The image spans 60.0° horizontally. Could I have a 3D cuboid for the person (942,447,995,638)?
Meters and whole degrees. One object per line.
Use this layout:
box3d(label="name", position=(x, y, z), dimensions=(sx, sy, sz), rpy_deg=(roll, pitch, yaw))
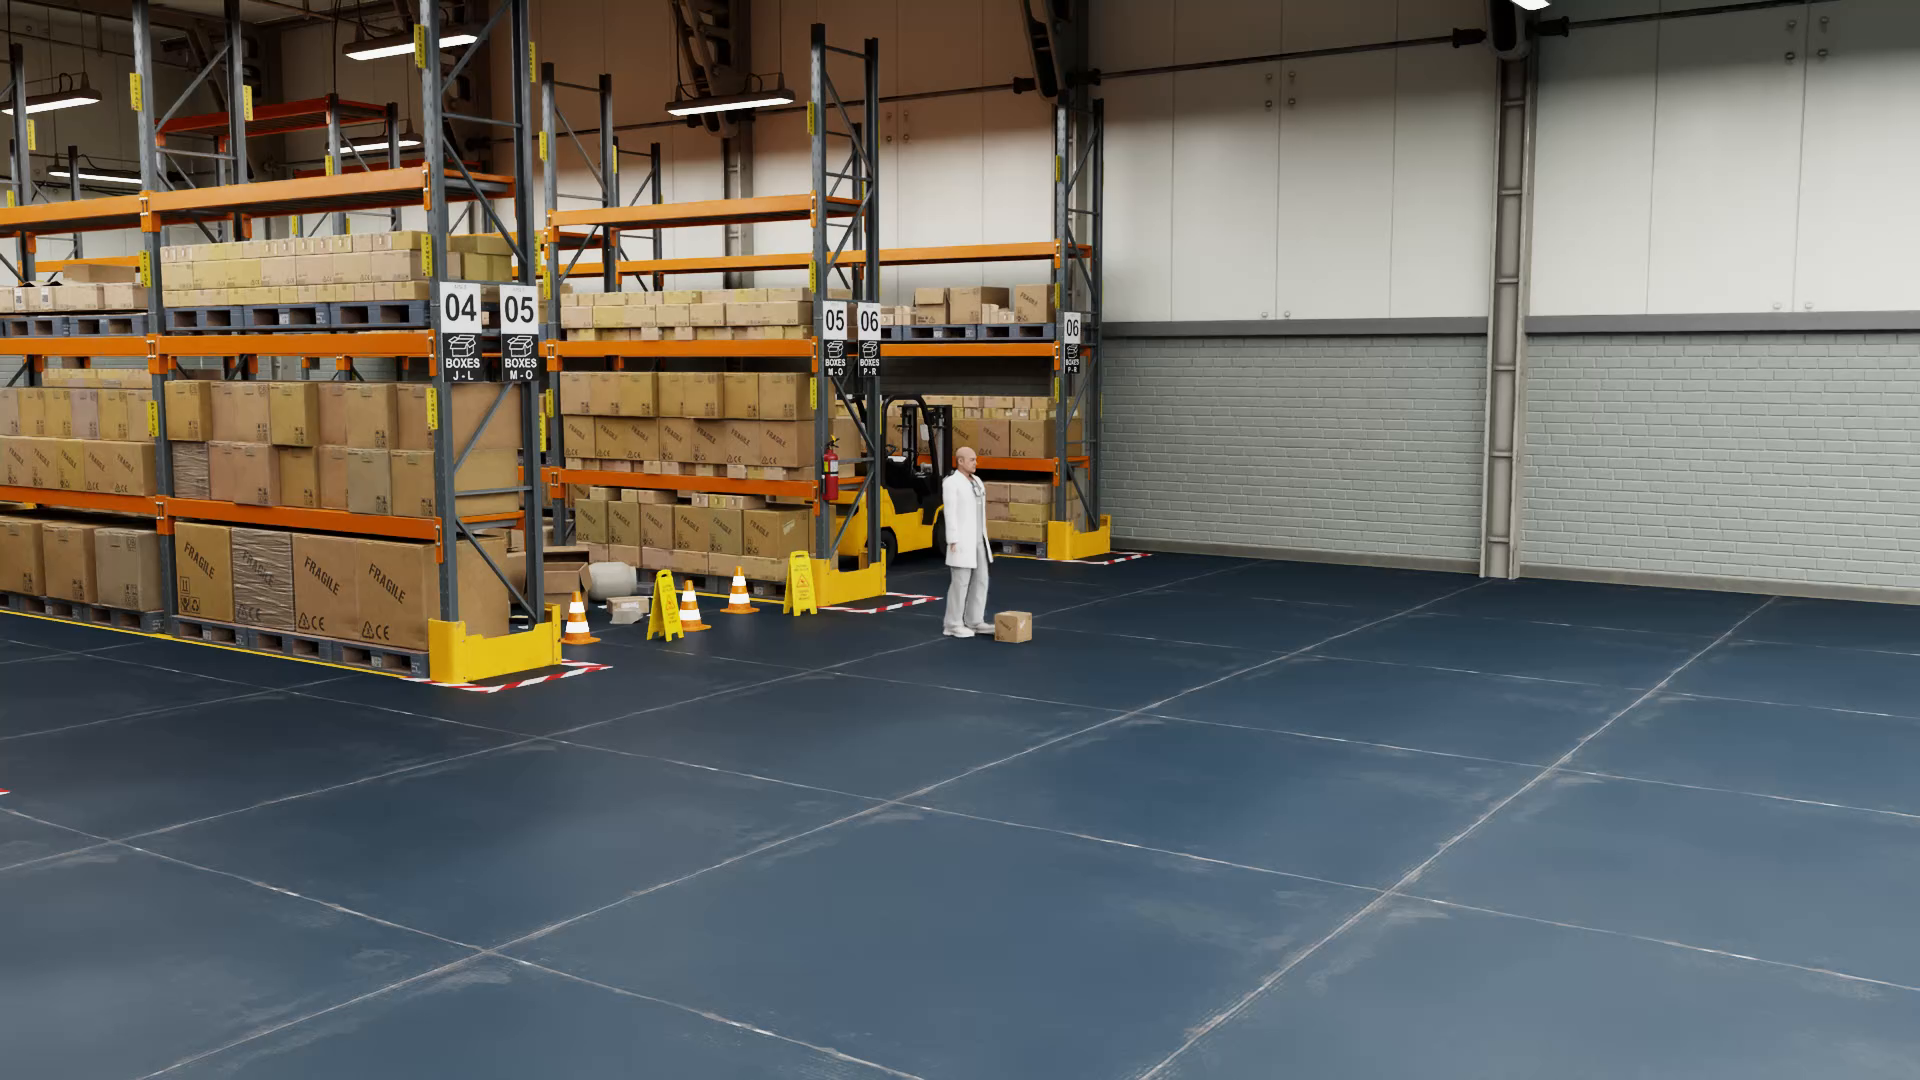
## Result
box3d(label="person", position=(0.100, 0.016, 15.618), dimensions=(0.436, 1.775, 0.571), rpy_deg=(4, 8, 35))
